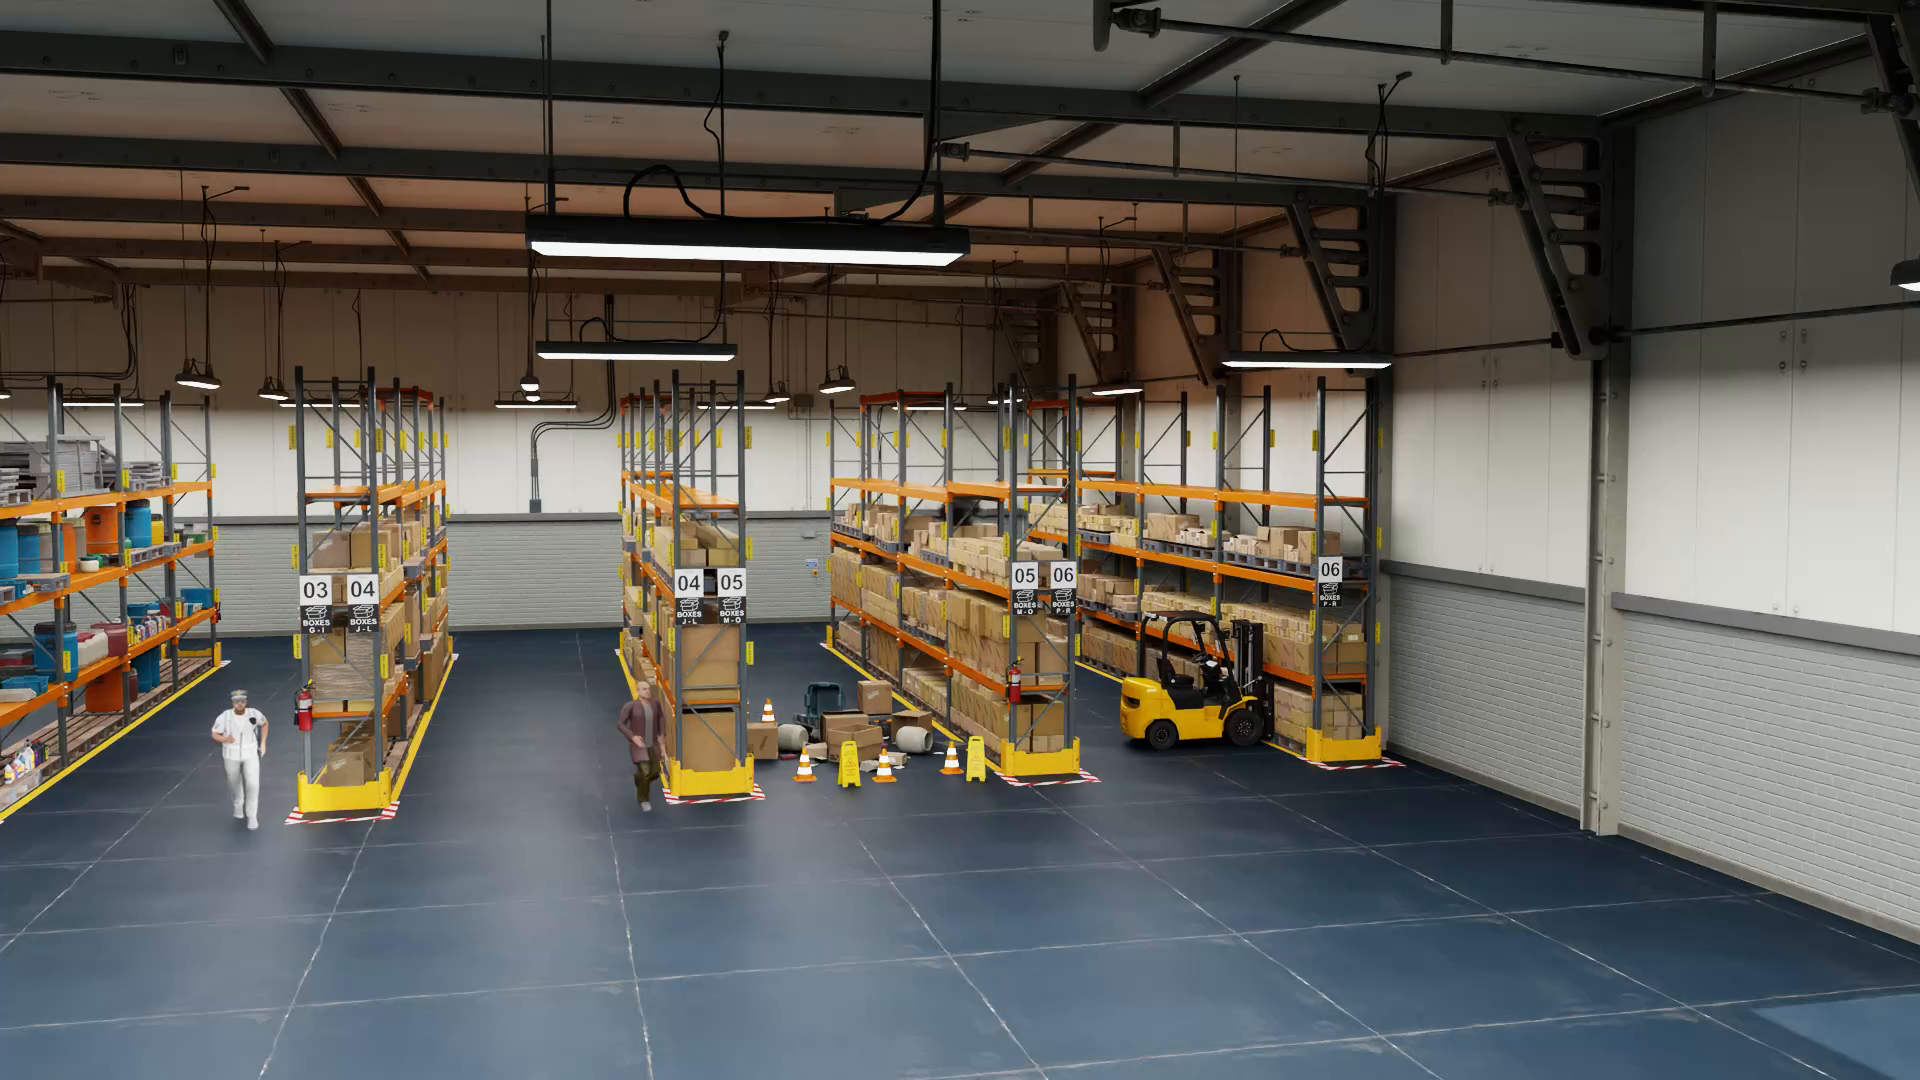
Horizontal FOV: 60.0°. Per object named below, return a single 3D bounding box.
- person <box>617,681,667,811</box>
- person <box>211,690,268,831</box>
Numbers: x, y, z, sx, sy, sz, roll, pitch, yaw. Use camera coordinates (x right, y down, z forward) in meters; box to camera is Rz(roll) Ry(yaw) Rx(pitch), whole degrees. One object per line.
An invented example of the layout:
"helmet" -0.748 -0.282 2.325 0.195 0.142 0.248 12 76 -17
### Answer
"person" -4.347 2.789 22.706 0.741 1.746 0.669 -3 5 -41
"person" -9.382 2.842 21.690 0.680 1.827 0.895 -1 4 -23
